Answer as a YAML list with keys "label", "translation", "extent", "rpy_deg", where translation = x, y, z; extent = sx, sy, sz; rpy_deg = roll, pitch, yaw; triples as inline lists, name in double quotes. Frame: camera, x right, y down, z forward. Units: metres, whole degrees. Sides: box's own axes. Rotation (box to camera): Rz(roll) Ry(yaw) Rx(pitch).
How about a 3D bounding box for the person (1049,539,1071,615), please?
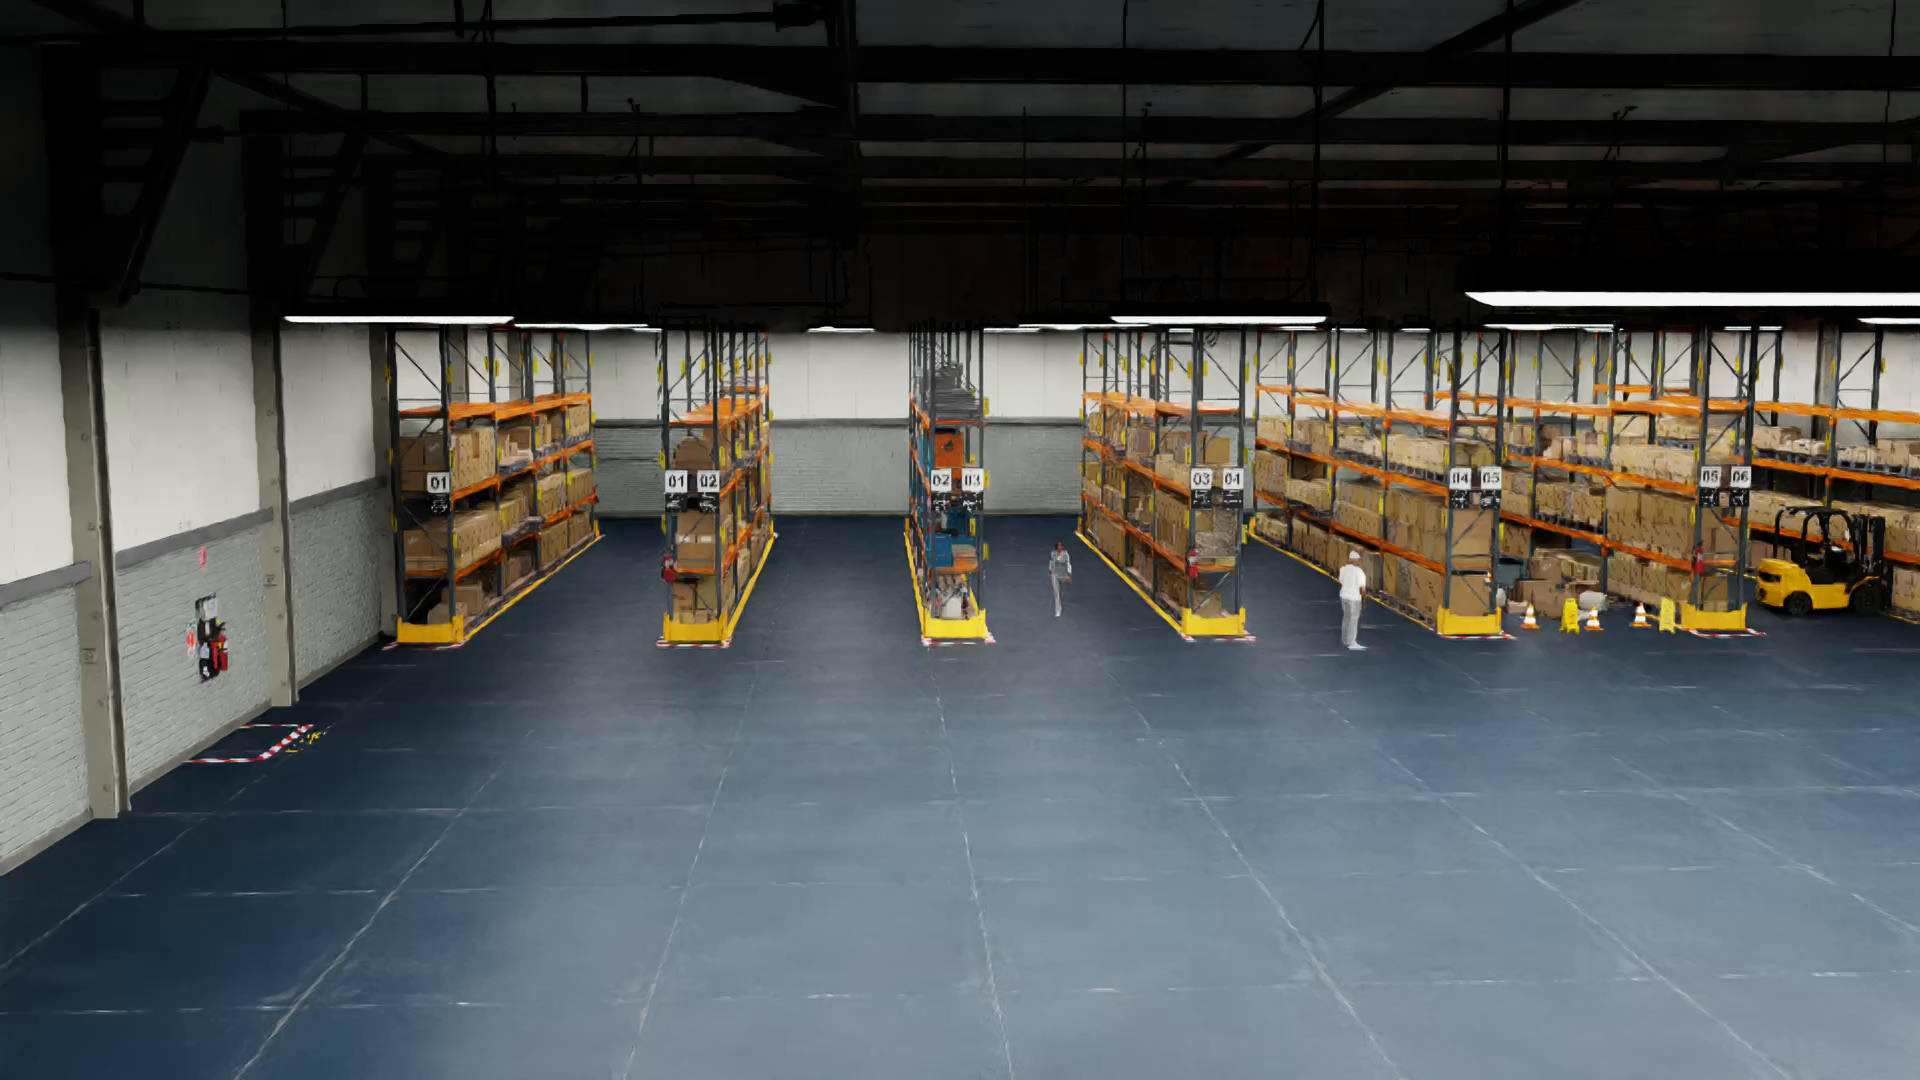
- label: "person"
  translation: [2.054, 0.742, 34.126]
  extent: [0.431, 1.537, 0.948]
  rpy_deg: [-1, 7, -4]

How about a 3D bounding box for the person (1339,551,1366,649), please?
- label: "person"
  translation: [7.204, 1.081, 30.409]
  extent: [0.463, 1.764, 0.649]
  rpy_deg: [-4, 8, -32]

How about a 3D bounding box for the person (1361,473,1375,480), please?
- label: "person"
  translation: [12.590, -1.471, 51.275]
  extent: [0.386, 1.715, 0.637]
  rpy_deg: [-5, 9, -34]
